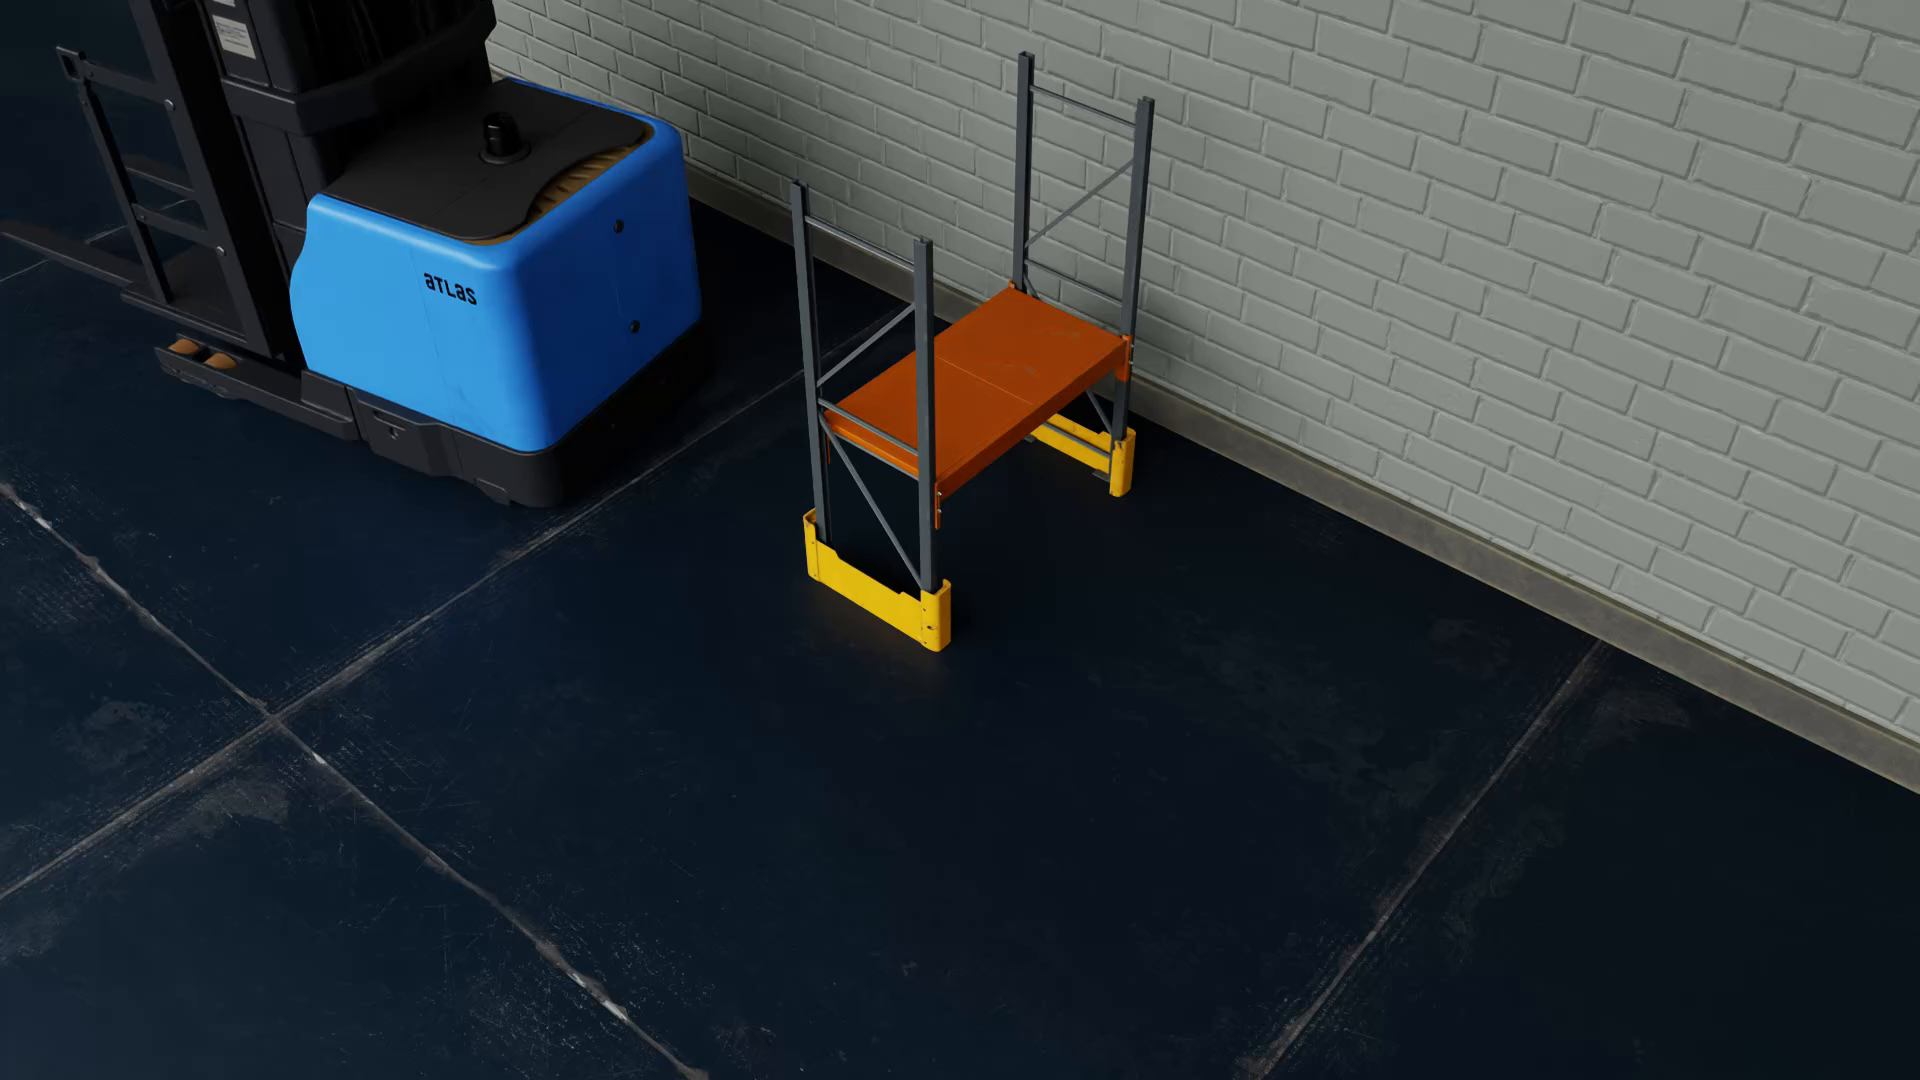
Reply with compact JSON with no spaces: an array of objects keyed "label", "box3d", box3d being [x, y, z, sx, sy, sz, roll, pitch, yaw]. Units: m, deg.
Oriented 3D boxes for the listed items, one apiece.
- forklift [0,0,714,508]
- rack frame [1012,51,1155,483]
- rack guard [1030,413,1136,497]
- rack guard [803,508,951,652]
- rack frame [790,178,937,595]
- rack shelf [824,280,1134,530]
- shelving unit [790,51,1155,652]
[{"label":"forklift","box3d":[-2.488,-1.917,5.679,3.031,2.935,1.130,20,46,21]},{"label":"rack frame","box3d":[0.382,-0.861,5.582,0.500,1.500,0.032,29,50,28]},{"label":"rack guard","box3d":[0.370,-0.388,5.991,0.587,0.250,0.087,29,50,28]},{"label":"rack guard","box3d":[-0.271,0.125,5.427,0.587,0.250,0.087,29,50,28]},{"label":"rack frame","box3d":[-0.272,-0.337,5.006,0.500,1.500,0.032,29,50,28]},{"label":"rack shelf","box3d":[0.055,-0.466,5.415,0.538,0.185,1.000,29,50,28]},{"label":"shelving unit","box3d":[0.049,-0.594,5.289,0.587,1.500,1.083,29,50,28]}]
